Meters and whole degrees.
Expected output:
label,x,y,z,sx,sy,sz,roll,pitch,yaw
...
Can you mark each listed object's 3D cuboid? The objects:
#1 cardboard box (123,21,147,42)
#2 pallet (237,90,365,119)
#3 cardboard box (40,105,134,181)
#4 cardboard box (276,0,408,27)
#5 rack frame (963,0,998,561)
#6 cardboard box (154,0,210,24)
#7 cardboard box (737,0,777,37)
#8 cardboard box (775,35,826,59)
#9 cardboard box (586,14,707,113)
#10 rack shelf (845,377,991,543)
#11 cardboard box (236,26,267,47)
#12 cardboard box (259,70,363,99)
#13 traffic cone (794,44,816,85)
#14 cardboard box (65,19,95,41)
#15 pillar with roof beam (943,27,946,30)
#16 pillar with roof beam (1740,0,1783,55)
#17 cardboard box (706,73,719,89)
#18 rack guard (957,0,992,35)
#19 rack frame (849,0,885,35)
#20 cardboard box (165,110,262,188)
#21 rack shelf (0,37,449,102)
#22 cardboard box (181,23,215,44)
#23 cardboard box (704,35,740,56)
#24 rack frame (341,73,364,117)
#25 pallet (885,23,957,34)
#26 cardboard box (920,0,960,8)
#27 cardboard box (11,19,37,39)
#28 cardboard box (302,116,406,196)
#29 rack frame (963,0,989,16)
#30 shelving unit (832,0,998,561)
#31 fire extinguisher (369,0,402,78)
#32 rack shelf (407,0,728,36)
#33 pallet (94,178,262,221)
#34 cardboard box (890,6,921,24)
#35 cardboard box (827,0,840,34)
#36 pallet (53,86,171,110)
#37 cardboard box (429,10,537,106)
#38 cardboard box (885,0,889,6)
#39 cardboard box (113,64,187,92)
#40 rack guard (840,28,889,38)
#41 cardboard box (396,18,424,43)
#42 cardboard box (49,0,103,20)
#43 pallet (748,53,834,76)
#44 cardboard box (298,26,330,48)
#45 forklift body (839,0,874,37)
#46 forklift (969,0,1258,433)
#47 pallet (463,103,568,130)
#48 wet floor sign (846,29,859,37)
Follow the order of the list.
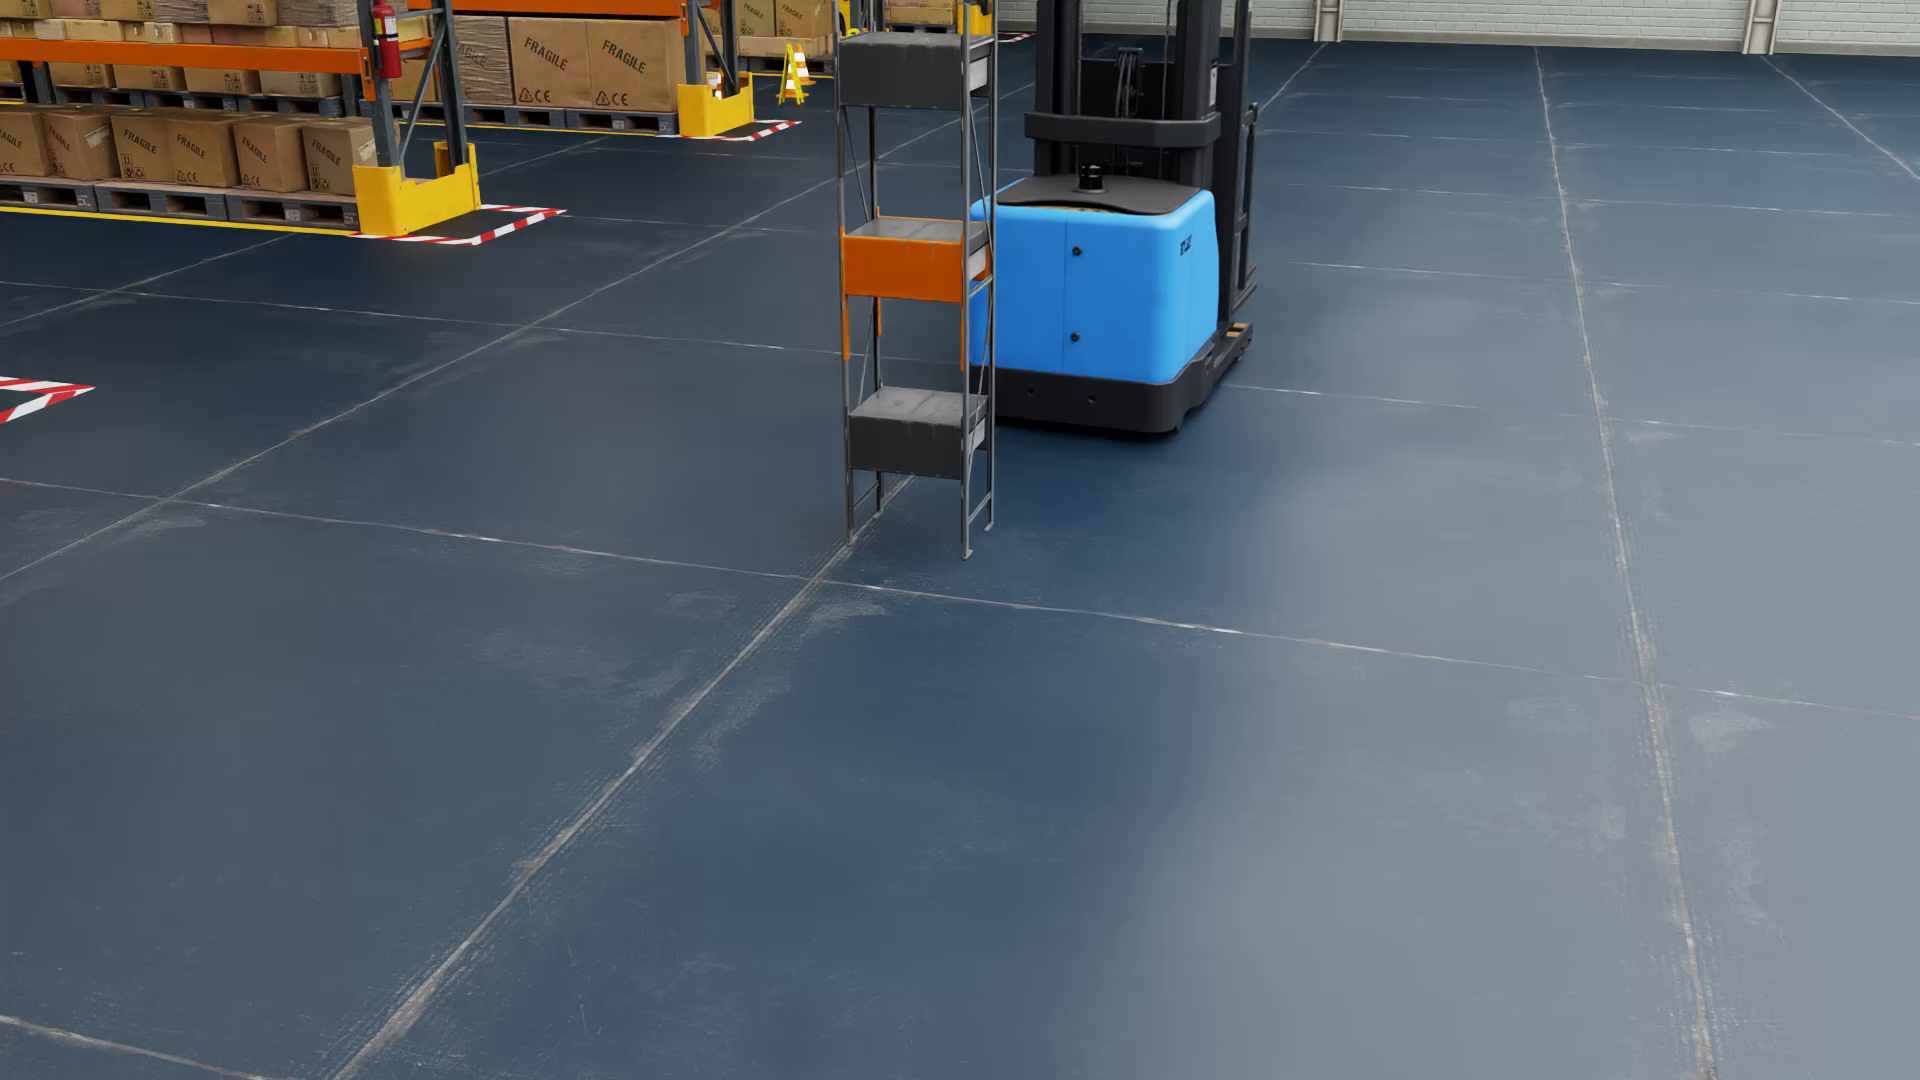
label,x,y,z,sx,sy,sz,roll,pitch,yaw
cardboard box,-6.058,-3.848,12.528,0.250,0.149,0.380,7,23,16
pallet,-7.100,-4.825,18.255,1.213,0.211,1.003,7,23,16
cardboard box,-6.947,-3.187,13.326,0.500,0.500,0.500,15,27,32
cardboard box,-4.558,-4.083,12.247,0.500,0.500,0.875,7,23,16
rack frame,0.075,-0.963,6.351,0.015,2.100,0.400,7,23,16
cardboard box,-5.538,-4.165,12.446,0.500,0.500,0.875,7,23,16
cardboard box,-2.520,-6.747,21.348,0.500,0.500,0.500,7,23,17
cardboard box,-2.051,-6.345,21.355,0.500,0.250,0.500,6,23,15
cardboard box,-3.178,-4.881,16.964,0.875,0.875,0.875,7,23,16
rack shelf,-0.158,-0.329,6.687,0.480,0.518,0.431,7,23,16
cardboard box,-5.100,-3.738,12.261,0.250,0.149,0.380,7,23,16
cardboard box,-6.960,-5.247,18.020,0.750,0.750,1.050,6,23,15
traffic cone,-1.961,-5.834,20.383,0.334,0.463,0.336,7,23,16
cardboard box,-6.546,-3.890,12.632,0.250,0.149,0.380,7,23,16
pillar with roof beam,-1.396,-10.848,21.359,0.400,9.000,9.100,7,23,16
pillar with roof beam,10.092,-9.533,18.152,0.400,9.000,9.100,7,23,16
cardboard box,-3.015,-5.520,20.031,0.380,0.149,0.250,-20,29,-39
rack guard,0.276,-8.074,25.795,0.348,0.500,1.175,7,23,16
rack frame,-1.177,-7.429,20.929,0.127,3.000,1.000,7,23,16
cardboard box,-5.809,-3.070,13.041,0.500,0.500,0.500,9,24,20
rack shelf,-5.954,-3.715,12.822,4.000,0.370,1.077,7,23,16
cardboard box,-5.573,-3.800,12.412,0.250,0.149,0.380,7,23,16
cardboard box,-3.025,-6.457,21.629,0.500,0.250,0.500,6,23,14
rack frame,-6.339,-6.058,17.587,0.127,3.000,1.000,7,23,16
pallet,-0.491,-8.012,26.023,1.213,0.211,1.003,7,23,16
cardboard box,-0.303,-8.326,25.527,0.500,0.250,0.500,6,23,15
cardboard box,-7.025,-3.945,12.765,0.250,0.149,0.380,7,23,16
cardboard box,-4.632,-2.941,12.728,0.500,0.500,0.500,11,25,25
rack frame,0.253,-9.233,25.327,0.127,3.000,1.000,7,23,16
shelving unit,-0.158,-0.990,6.416,0.503,2.100,0.431,7,23,16
fire extinguisher,-4.063,-3.613,11.727,0.183,0.674,0.296,7,23,16
rack shelf,-4.425,-5.506,17.189,4.000,0.370,1.077,7,23,16
pallet,-6.044,-2.783,13.277,1.213,0.211,1.003,7,23,16
cardboard box,-0.761,-8.150,25.756,0.500,0.250,0.500,7,23,15
cardboard box,-1.892,-6.890,21.695,0.500,0.500,0.500,6,23,14
pallet,-9.436,-5.093,18.907,1.213,0.211,1.003,7,23,16
cardboard box,-4.894,-5.078,17.443,0.875,0.875,0.875,7,23,16
cardboard box,-1.280,-8.434,25.790,0.500,0.250,0.500,6,23,14
cardboard box,-8.774,-5.456,18.530,0.750,0.750,1.050,7,23,16
rack guard,-1.250,-6.281,21.424,0.348,0.500,1.175,7,23,16
cardboard box,-4.243,-3.830,12.486,0.250,0.149,0.380,7,23,16
cardboard box,-6.480,-4.293,12.761,0.500,0.500,0.875,7,23,16
pallet,-2.017,-6.249,21.727,1.213,0.211,1.003,7,23,16
cardboard box,-4.611,-3.696,12.160,0.250,0.149,0.380,7,23,16
forklift body,-2.089,-8.385,24.379,1.214,2.155,2.313,7,23,16
forklift,1.007,-2.387,8.727,1.130,2.935,3.031,8,24,19
pallet,-4.462,-4.523,17.519,1.213,0.211,1.003,7,23,15
wet floor sign,-1.304,-5.930,20.377,0.232,0.644,0.267,16,27,34
